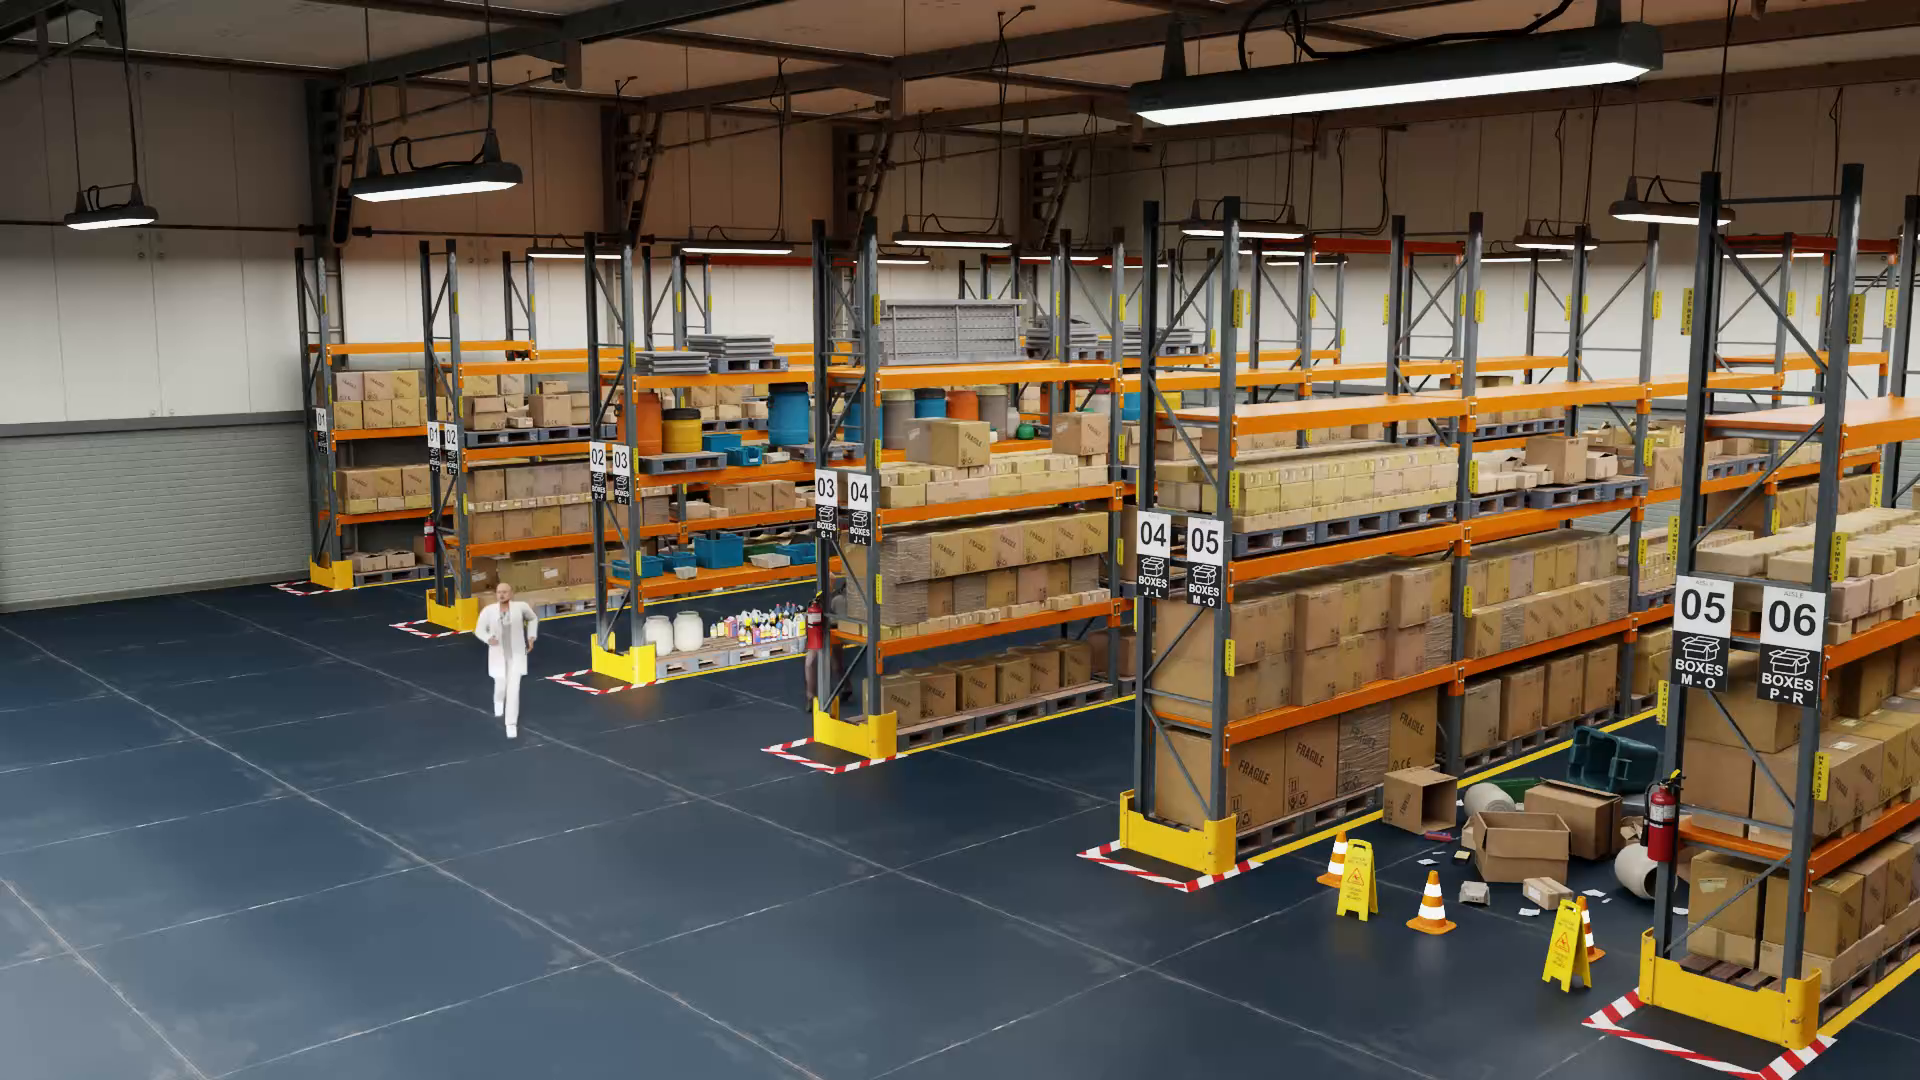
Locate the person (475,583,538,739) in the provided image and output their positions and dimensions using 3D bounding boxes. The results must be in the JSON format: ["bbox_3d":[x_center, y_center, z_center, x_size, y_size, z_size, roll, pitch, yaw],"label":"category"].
[{"bbox_3d":[-5.408,1.387,19.887,0.717,1.787,1.041,-2,9,-11],"label":"person"}]

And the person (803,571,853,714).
[{"bbox_3d":[-1.663,1.267,20.844,0.631,1.775,0.785,6,10,34],"label":"person"}]
